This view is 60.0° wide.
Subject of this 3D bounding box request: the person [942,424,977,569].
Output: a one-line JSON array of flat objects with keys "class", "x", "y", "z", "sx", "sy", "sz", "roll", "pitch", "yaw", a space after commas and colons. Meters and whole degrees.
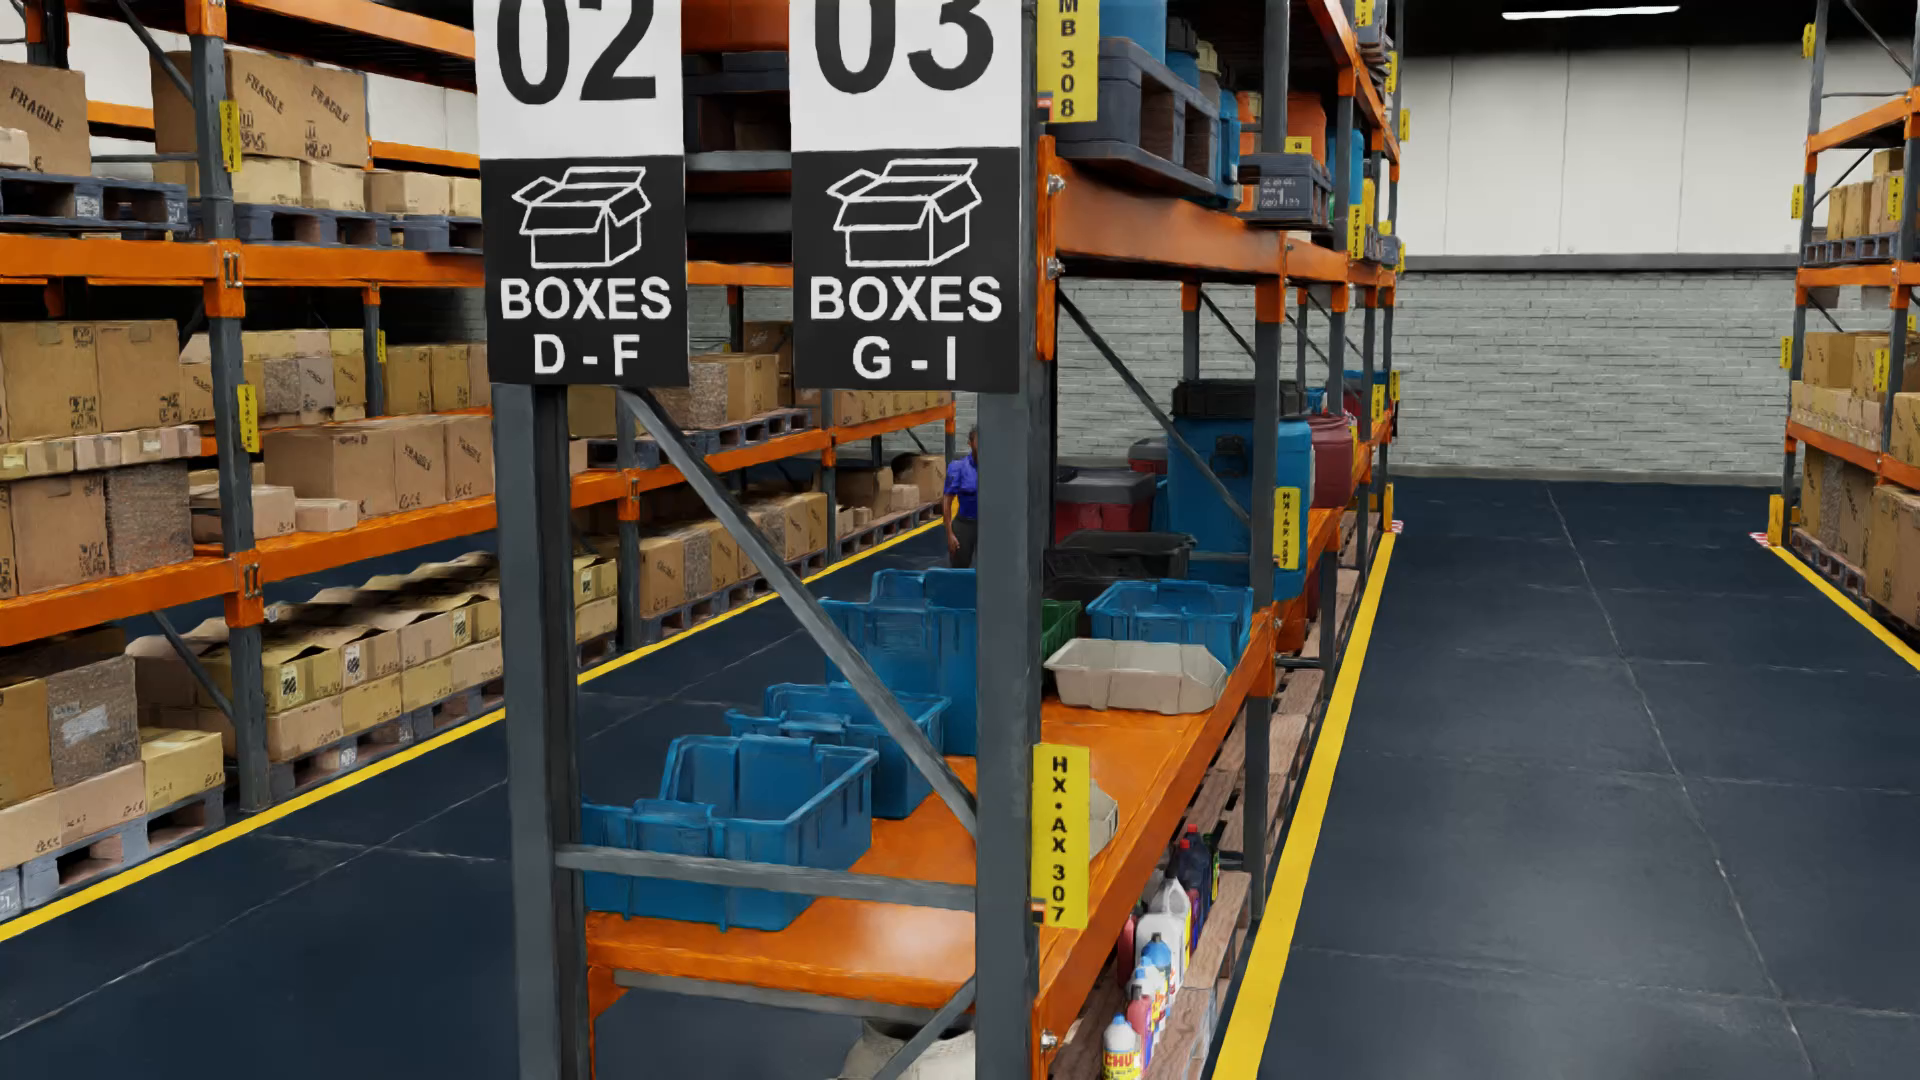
[{"class": "person", "x": 0.141, "y": -0.039, "z": 12.118, "sx": 0.576, "sy": 1.637, "sz": 0.461, "roll": -2, "pitch": 9, "yaw": -11}]
